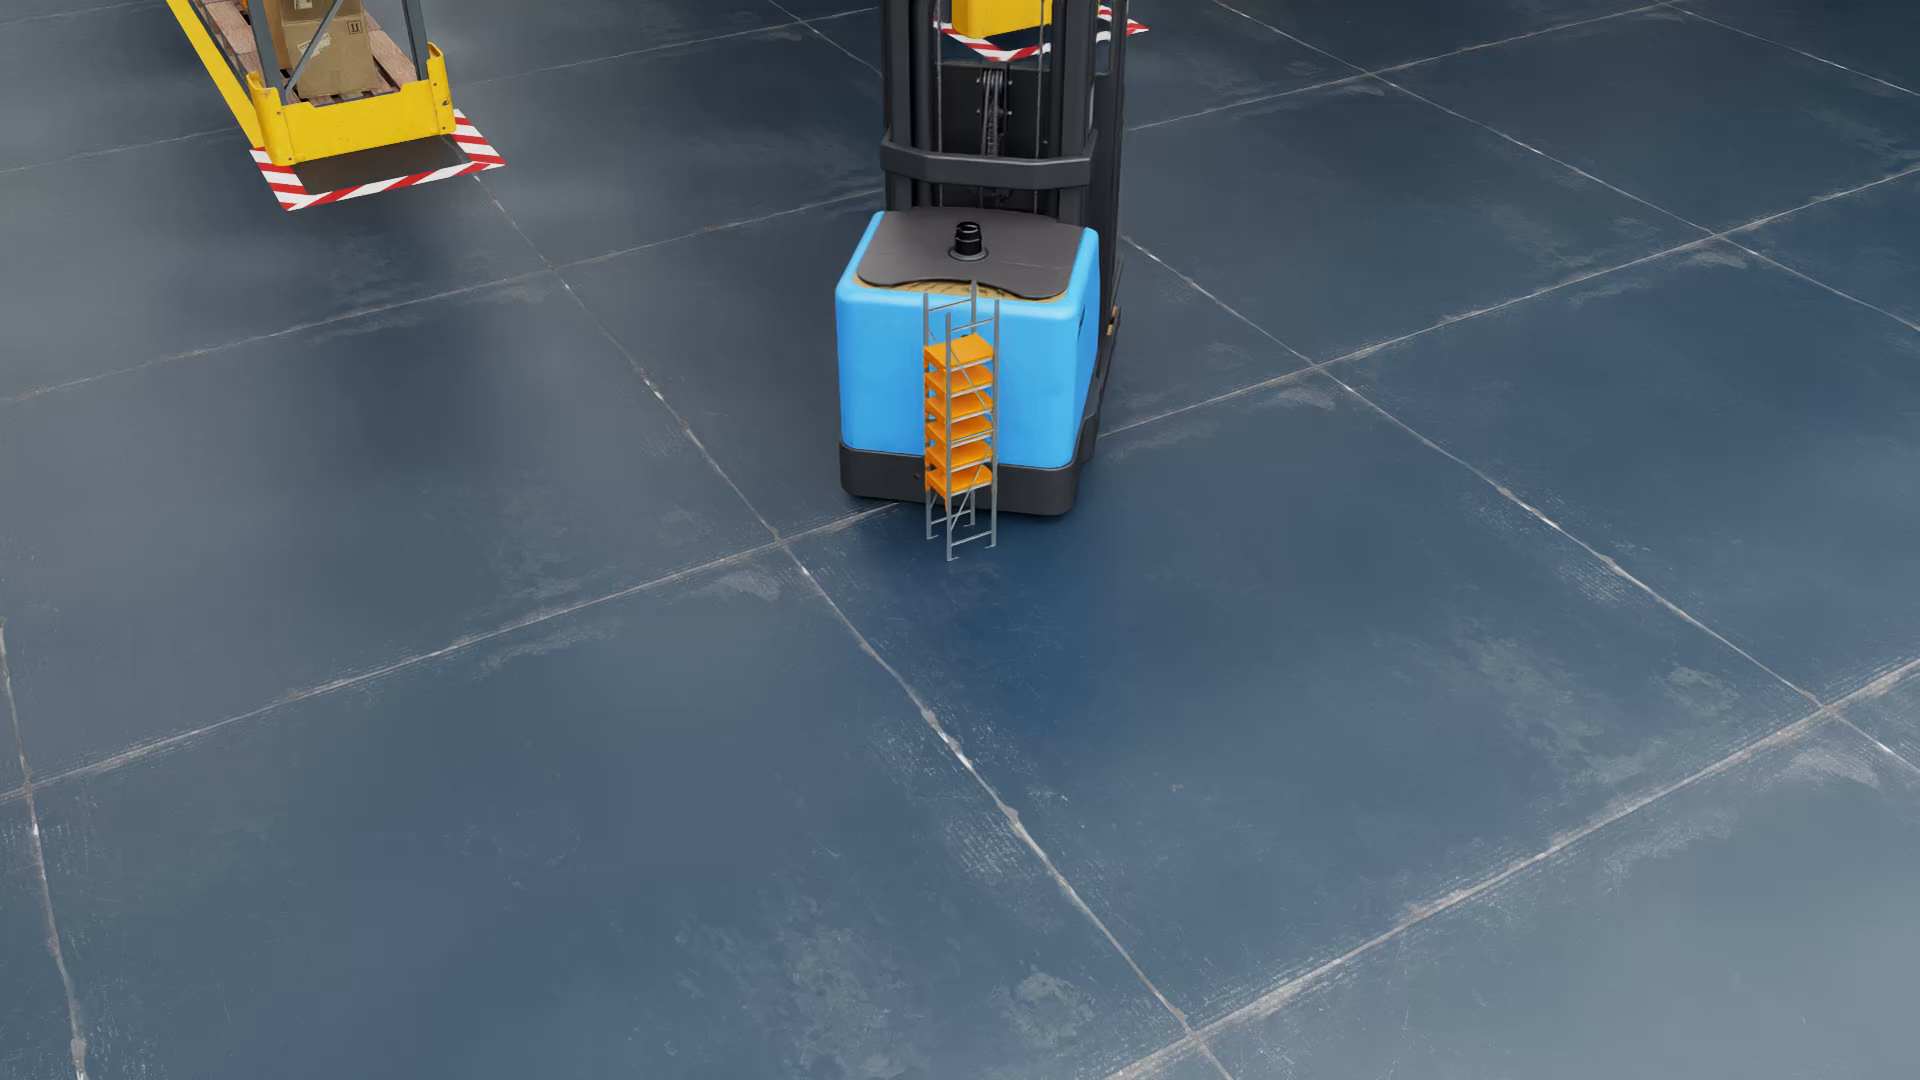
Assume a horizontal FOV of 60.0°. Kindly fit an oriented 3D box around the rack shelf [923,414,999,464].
[{"bbox_3d":[0.005,-0.436,6.905,0.258,0.103,0.180,-18,40,-23],"label":"rack shelf"}]

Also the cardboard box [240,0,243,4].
[{"bbox_3d":[-5.014,-4.174,12.185,0.500,0.500,0.500,-23,42,-28],"label":"cardboard box"}]

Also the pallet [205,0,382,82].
[{"bbox_3d":[-4.869,-3.732,12.181,1.003,0.211,1.213,-19,40,-24],"label":"pallet"}]

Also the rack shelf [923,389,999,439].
[{"bbox_3d":[0.005,-0.533,6.834,0.258,0.103,0.180,-18,40,-23],"label":"rack shelf"}]

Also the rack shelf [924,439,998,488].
[{"bbox_3d":[0.005,-0.339,6.976,0.258,0.103,0.180,-18,40,-23],"label":"rack shelf"}]

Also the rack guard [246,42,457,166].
[{"bbox_3d":[-3.883,-2.803,10.663,1.175,0.500,0.348,-19,40,-24],"label":"rack guard"}]

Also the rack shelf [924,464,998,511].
[{"bbox_3d":[0.005,-0.242,7.047,0.258,0.103,0.180,-18,40,-23],"label":"rack shelf"}]

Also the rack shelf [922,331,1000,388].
[{"bbox_3d":[0.005,-0.727,6.693,0.258,0.103,0.180,-18,40,-23],"label":"rack shelf"}]

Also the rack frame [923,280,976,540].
[{"bbox_3d":[-0.040,-0.519,6.943,0.240,1.200,0.006,-18,40,-23],"label":"rack frame"}]

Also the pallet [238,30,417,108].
[{"bbox_3d":[-4.261,-3.111,11.330,1.003,0.211,1.213,-19,40,-24],"label":"pallet"}]

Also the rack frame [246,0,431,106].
[{"bbox_3d":[-3.845,-3.773,9.873,1.000,3.000,0.127,-19,40,-24],"label":"rack frame"}]

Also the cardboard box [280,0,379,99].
[{"bbox_3d":[-4.144,-3.257,10.929,0.500,0.500,0.500,-12,38,-16],"label":"cardboard box"}]

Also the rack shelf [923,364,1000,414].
[{"bbox_3d":[0.005,-0.630,6.763,0.258,0.103,0.180,-18,40,-23],"label":"rack shelf"}]

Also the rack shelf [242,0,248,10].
[{"bbox_3d":[-4.850,-4.503,11.482,1.077,0.370,4.000,-19,40,-24],"label":"rack shelf"}]

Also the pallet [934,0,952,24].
[{"bbox_3d":[0.025,-4.450,13.164,1.003,0.211,1.213,-19,40,-24],"label":"pallet"}]

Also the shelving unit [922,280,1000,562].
[{"bbox_3d":[0.005,-0.472,6.879,0.258,1.200,0.189,-18,40,-23],"label":"shelving unit"}]

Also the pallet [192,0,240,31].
[{"bbox_3d":[-5.486,-4.355,13.034,1.003,0.211,1.213,-19,40,-24],"label":"pallet"}]

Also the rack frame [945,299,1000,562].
[{"bbox_3d":[0.049,-0.425,6.814,0.240,1.200,0.006,-18,40,-23],"label":"rack frame"}]

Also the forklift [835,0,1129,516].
[{"bbox_3d":[0.236,-2.155,7.716,1.130,2.935,3.031,6,37,8],"label":"forklift"}]

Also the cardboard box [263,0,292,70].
[{"bbox_3d":[-4.474,-3.551,11.333,0.500,0.500,0.500,-9,37,-12],"label":"cardboard box"}]

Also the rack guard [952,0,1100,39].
[{"bbox_3d":[0.507,-4.170,12.535,1.175,0.500,0.348,-19,40,-24],"label":"rack guard"}]
